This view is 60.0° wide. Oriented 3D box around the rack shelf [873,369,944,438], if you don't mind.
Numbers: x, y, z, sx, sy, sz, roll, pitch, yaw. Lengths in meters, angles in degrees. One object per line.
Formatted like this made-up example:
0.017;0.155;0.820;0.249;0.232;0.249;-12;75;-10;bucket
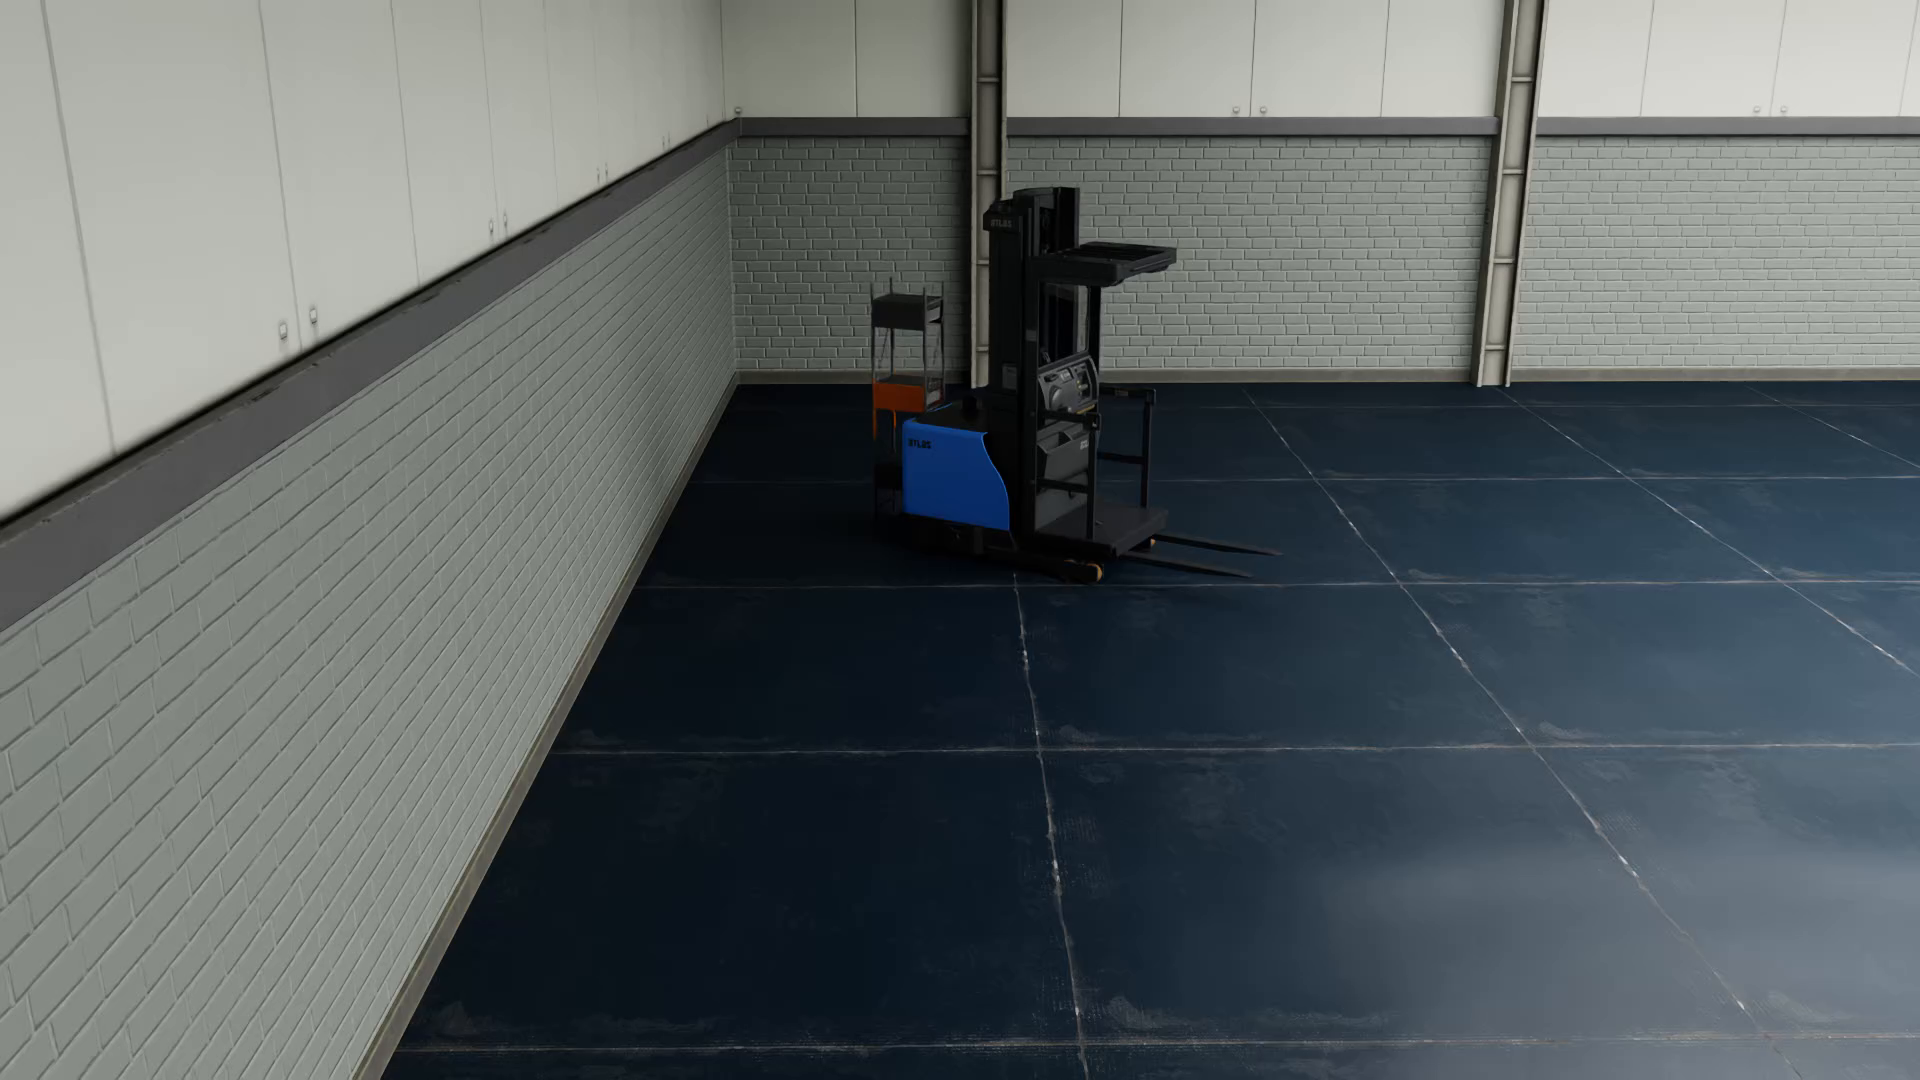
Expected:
-0.436;-1.147;14.229;0.480;0.518;0.431;8;19;23;rack shelf

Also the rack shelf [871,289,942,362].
-0.436;-1.813;14.016;0.480;0.518;0.431;8;19;23;rack shelf

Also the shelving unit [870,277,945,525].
-0.436;-1.160;14.225;0.503;2.100;0.431;8;19;23;shelving unit

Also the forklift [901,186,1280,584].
1.038;-1.234;13.096;3.031;2.935;1.130;10;20;29;forklift

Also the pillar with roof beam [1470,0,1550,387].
6.390;-4.836;14.390;0.400;9.000;9.100;0;18;-1;pillar with roof beam

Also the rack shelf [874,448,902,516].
-0.436;-0.480;14.443;0.480;0.518;0.431;8;19;23;rack shelf

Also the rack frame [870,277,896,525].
-0.658;-1.190;14.320;0.015;2.100;0.400;8;19;23;rack frame

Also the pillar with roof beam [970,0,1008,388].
0.391;-4.807;14.300;0.400;9.000;9.100;0;18;-1;pillar with roof beam

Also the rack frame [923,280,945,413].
-0.213;-1.129;14.131;0.015;2.100;0.400;8;19;23;rack frame
